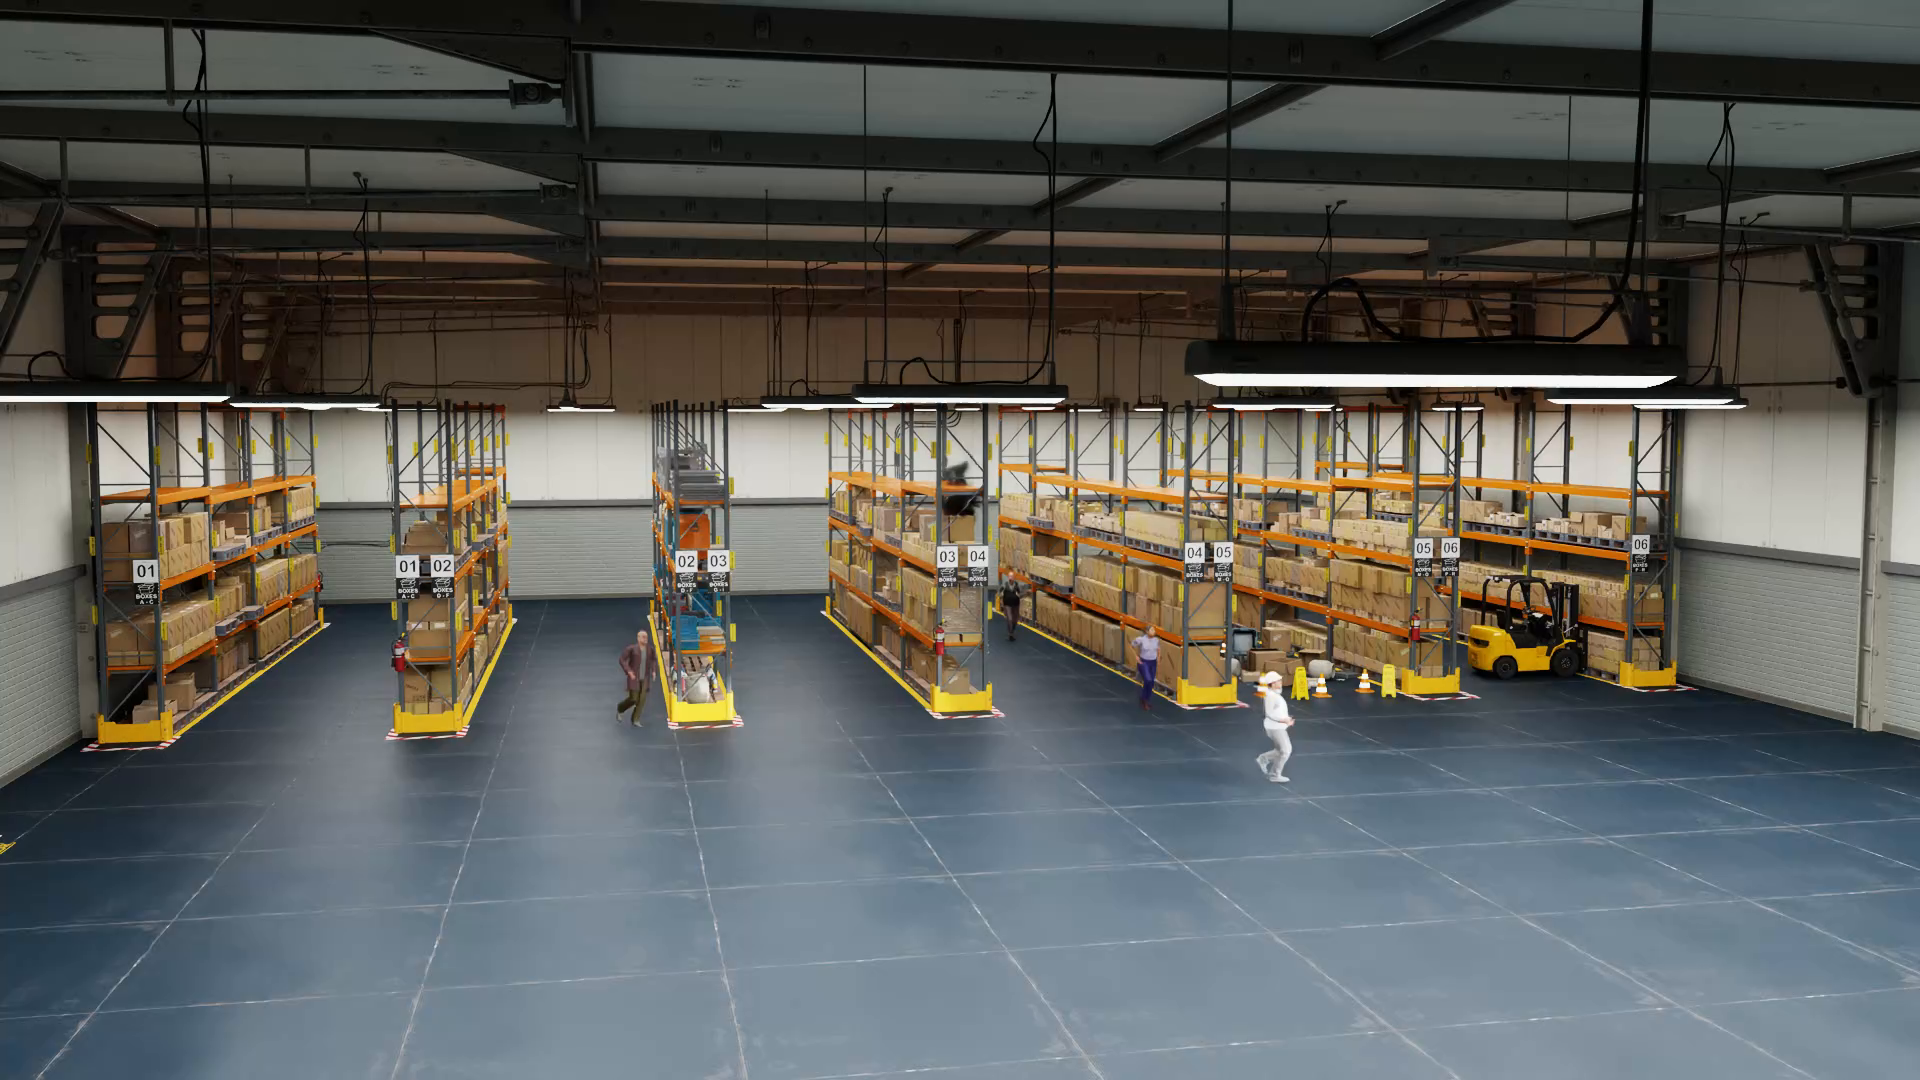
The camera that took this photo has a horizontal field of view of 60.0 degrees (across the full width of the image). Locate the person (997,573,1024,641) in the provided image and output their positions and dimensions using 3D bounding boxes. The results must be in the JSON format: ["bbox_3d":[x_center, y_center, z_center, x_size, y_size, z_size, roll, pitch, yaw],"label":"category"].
[{"bbox_3d":[1.302,1.673,42.150,0.662,1.698,0.961,-1,4,-11],"label":"person"}]

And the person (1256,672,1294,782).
[{"bbox_3d":[4.915,2.908,25.905,0.607,1.722,0.656,1,4,17],"label":"person"}]

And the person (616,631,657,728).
[{"bbox_3d":[-5.916,2.545,30.696,0.741,1.731,0.733,-3,6,-39],"label":"person"}]

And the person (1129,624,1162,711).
[{"bbox_3d":[3.662,2.477,32.423,0.614,1.673,0.684,-2,5,-27],"label":"person"}]
